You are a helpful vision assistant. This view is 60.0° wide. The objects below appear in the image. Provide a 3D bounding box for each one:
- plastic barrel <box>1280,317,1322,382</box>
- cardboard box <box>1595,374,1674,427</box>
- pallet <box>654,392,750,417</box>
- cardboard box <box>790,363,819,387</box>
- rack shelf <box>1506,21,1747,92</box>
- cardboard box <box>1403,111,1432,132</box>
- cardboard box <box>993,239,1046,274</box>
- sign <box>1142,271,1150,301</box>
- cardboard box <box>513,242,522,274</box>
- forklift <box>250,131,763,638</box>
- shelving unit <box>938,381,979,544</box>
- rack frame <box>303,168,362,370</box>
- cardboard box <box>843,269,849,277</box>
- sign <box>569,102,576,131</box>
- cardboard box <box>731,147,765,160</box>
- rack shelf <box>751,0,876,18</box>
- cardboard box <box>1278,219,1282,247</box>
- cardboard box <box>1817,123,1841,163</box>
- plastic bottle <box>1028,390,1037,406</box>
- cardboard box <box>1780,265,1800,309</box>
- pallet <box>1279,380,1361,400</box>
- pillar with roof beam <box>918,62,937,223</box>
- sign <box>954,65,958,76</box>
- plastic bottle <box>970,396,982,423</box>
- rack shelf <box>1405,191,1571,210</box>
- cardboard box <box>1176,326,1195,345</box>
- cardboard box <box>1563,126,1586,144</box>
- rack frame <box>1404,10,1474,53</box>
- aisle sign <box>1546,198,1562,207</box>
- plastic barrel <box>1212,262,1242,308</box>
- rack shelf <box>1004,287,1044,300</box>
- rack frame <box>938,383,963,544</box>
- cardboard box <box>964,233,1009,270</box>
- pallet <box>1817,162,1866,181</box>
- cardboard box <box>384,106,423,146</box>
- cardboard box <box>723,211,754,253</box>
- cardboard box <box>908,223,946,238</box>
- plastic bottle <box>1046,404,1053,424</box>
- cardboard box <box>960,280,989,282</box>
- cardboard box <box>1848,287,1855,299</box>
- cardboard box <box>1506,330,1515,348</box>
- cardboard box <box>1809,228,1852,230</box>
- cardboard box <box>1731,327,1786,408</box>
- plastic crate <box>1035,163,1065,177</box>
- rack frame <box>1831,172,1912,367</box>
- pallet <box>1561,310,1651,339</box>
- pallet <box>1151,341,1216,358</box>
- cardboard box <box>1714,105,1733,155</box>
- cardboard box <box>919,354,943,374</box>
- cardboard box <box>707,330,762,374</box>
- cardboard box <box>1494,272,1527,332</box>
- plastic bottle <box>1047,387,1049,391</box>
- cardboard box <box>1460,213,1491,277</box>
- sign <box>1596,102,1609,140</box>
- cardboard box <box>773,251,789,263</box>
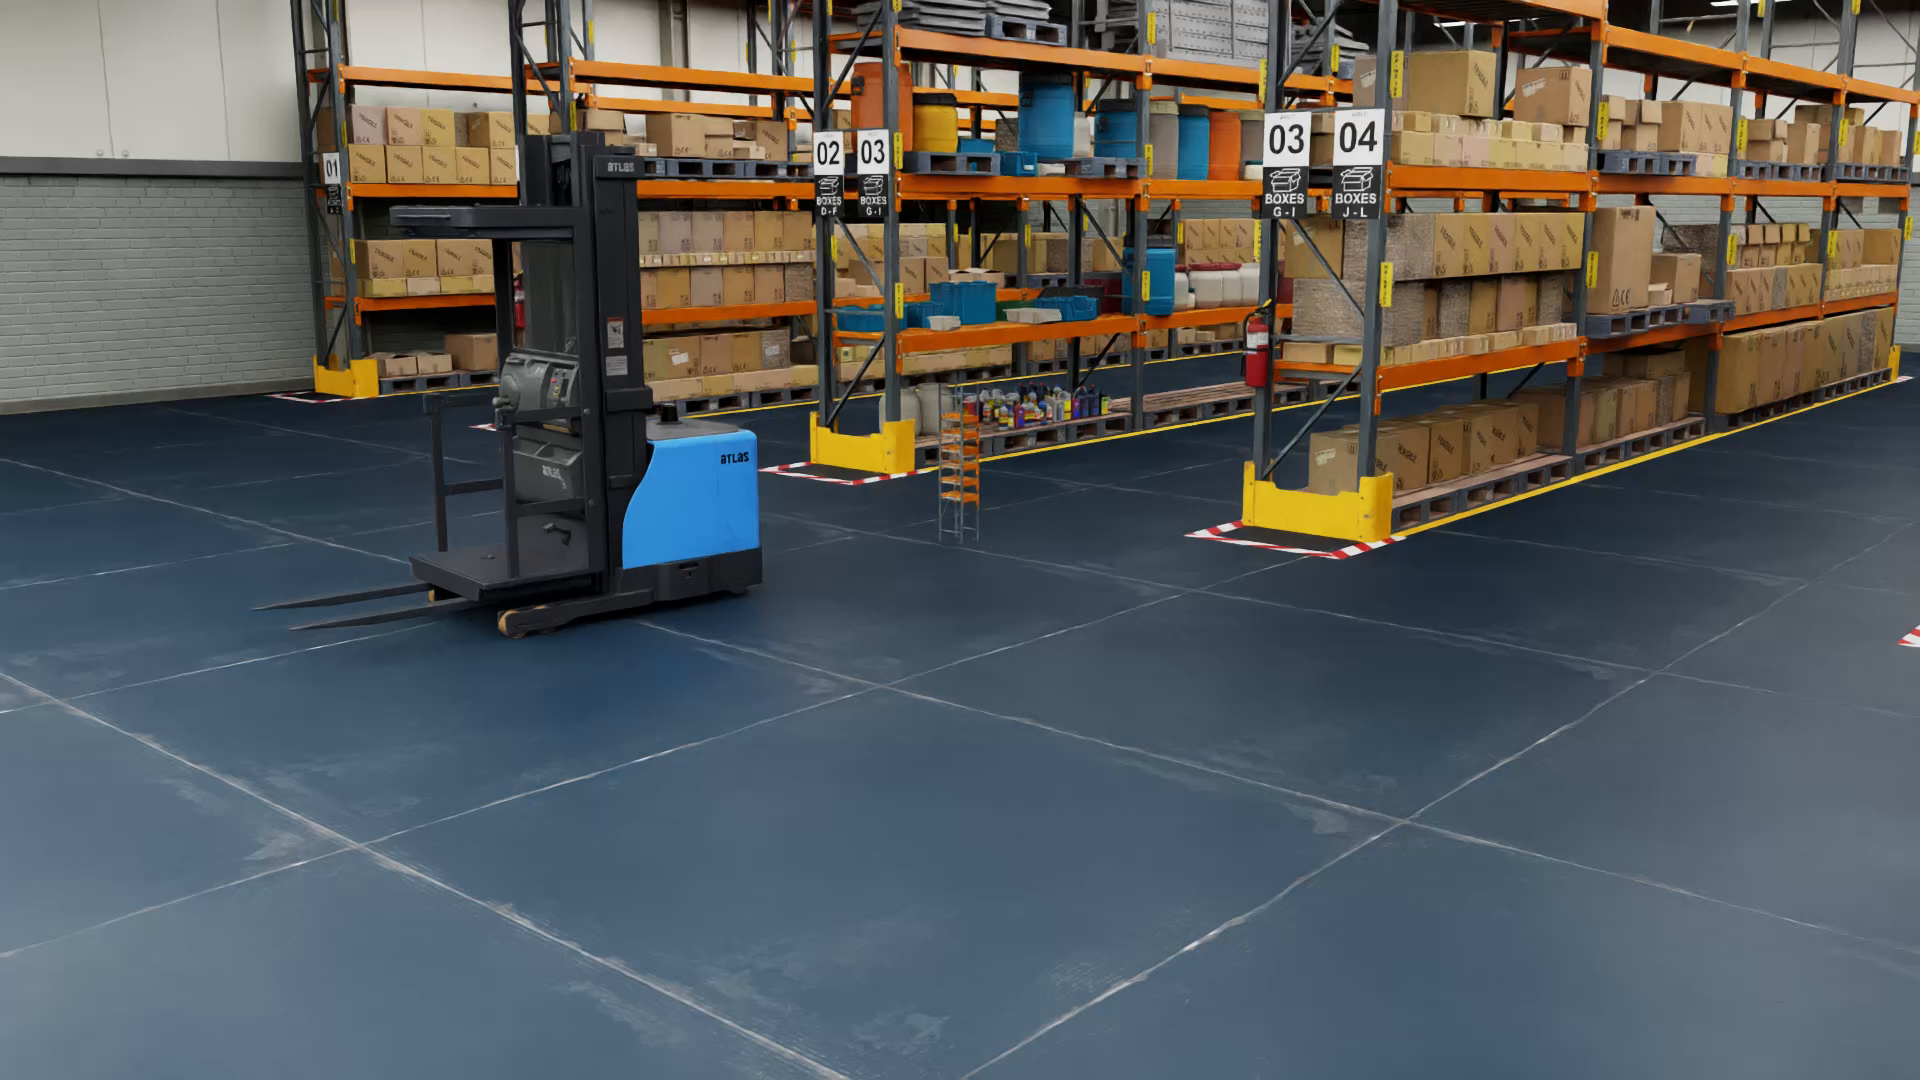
[{"bbox_3d":[4.612,-2.569,22.383,0.600,0.830,0.708,10,15,40],"label":"plastic barrel"},{"bbox_3d":[7.239,-1.518,17.912,0.700,0.500,0.500,8,14,36],"label":"cardboard box"},{"bbox_3d":[-3.418,-1.746,20.915,1.003,0.211,1.213,10,15,40],"label":"pallet"},{"bbox_3d":[-2.198,-2.167,21.848,0.500,0.250,0.500,10,15,40],"label":"cardboard box"},{"bbox_3d":[6.703,-4.811,16.683,1.077,0.370,4.000,10,15,40],"label":"rack shelf"},{"bbox_3d":[3.341,-3.165,12.604,0.380,0.149,0.250,10,15,42],"label":"cardboard box"},{"bbox_3d":[0.915,-4.356,25.535,0.700,0.500,0.500,4,12,21],"label":"cardboard box"},{"bbox_3d":[2.068,-2.827,18.502,0.100,0.325,0.005,10,15,40],"label":"sign"},{"bbox_3d":[-6.525,-4.093,23.962,0.500,0.500,0.500,9,15,39],"label":"cardboard box"},{"bbox_3d":[-2.745,-0.972,10.094,3.031,2.935,1.130,-10,15,-40],"label":"forklift"},{"bbox_3d":[-0.010,-0.586,12.583,0.258,1.200,0.189,10,15,40],"label":"shelving unit"},{"bbox_3d":[-8.420,-3.457,22.360,1.000,3.000,0.127,10,15,40],"label":"rack frame"},{"bbox_3d":[-2.098,-4.695,29.151,0.380,0.149,0.250,10,15,42],"label":"cardboard box"},{"bbox_3d":[-4.284,-4.683,18.406,0.100,0.325,0.005,10,15,40],"label":"sign"},{"bbox_3d":[-2.647,-4.815,20.713,0.380,0.149,0.250,10,15,40],"label":"cardboard box"},{"bbox_3d":[-1.819,-9.147,28.884,1.077,0.370,4.000,10,15,40],"label":"rack shelf"},{"bbox_3d":[5.445,-5.535,29.956,0.500,0.500,0.500,10,15,42],"label":"cardboard box"},{"bbox_3d":[11.135,-5.199,21.841,0.700,0.500,0.500,9,14,37],"label":"cardboard box"},{"bbox_3d":[0.812,-1.540,18.607,0.097,0.271,0.097,0,11,0],"label":"plastic bottle"},{"bbox_3d":[9.888,-3.096,20.300,0.500,0.500,0.500,10,15,40],"label":"cardboard box"},{"bbox_3d":[4.791,-2.107,22.721,1.003,0.211,1.213,10,15,40],"label":"pallet"},{"bbox_3d":[2.547,-7.823,28.901,9.100,9.000,0.548,10,15,40],"label":"pillar with roof beam"},{"bbox_3d":[-0.084,-8.593,30.171,0.100,0.325,0.005,10,15,40],"label":"sign"},{"bbox_3d":[0.172,-1.406,17.906,0.061,0.283,0.133,10,15,40],"label":"plastic bottle"},{"bbox_3d":[8.263,-5.354,26.037,1.077,0.370,4.000,10,15,40],"label":"rack shelf"},{"bbox_3d":[3.664,-3.513,28.385,0.500,0.311,0.500,10,15,40],"label":"cardboard box"},{"bbox_3d":[5.385,-3.632,14.943,0.380,0.149,0.250,10,15,42],"label":"cardboard box"},{"bbox_3d":[6.943,-6.883,24.199,1.000,3.000,0.127,10,15,40],"label":"rack frame"},{"bbox_3d":[9.851,-5.778,27.342,0.394,0.787,0.004,10,15,40],"label":"aisle sign"},{"bbox_3d":[3.228,-3.115,20.302,0.433,0.535,0.433,0,11,0],"label":"plastic barrel"},{"bbox_3d":[1.904,-3.935,26.593,1.077,0.370,4.000,10,15,40],"label":"rack shelf"},{"bbox_3d":[-0.070,-0.573,12.516,0.240,1.200,0.006,10,15,40],"label":"rack frame"},{"bbox_3d":[0.357,-5.554,32.094,0.980,0.700,0.700,9,15,39],"label":"cardboard box"},{"bbox_3d":[11.211,-4.848,21.891,1.003,0.211,1.213,10,15,40],"label":"pallet"},{"bbox_3d":[-7.615,-5.570,22.420,0.500,0.500,0.500,10,15,40],"label":"cardboard box"},{"bbox_3d":[-3.008,-3.876,20.894,0.700,0.500,0.500,10,15,40],"label":"cardboard box"},{"bbox_3d":[-0.615,-5.693,30.576,0.500,0.250,0.500,10,15,42],"label":"cardboard box"},{"bbox_3d":[0.946,-1.356,17.863,0.097,0.201,0.097,0,11,0],"label":"plastic bottle"},{"bbox_3d":[0.198,-3.703,24.233,0.380,0.149,0.250,10,15,40],"label":"cardboard box"},{"bbox_3d":[11.796,-3.333,22.379,0.380,0.149,0.250,9,15,40],"label":"cardboard box"},{"bbox_3d":[4.599,-1.754,14.475,0.380,0.149,0.250,10,15,40],"label":"cardboard box"},{"bbox_3d":[12.454,-4.220,23.892,0.500,0.500,0.500,9,15,39],"label":"cardboard box"},{"bbox_3d":[9.088,-2.106,19.948,1.225,0.875,0.875,10,15,41],"label":"cardboard box"},{"bbox_3d":[0.906,-3.818,17.182,0.243,0.136,0.396,10,15,40],"label":"plastic crate"},{"bbox_3d":[13.304,-3.890,24.527,1.000,3.000,0.127,10,15,40],"label":"rack frame"},{"bbox_3d":[5.996,-2.124,16.175,1.003,0.211,1.213,10,15,40],"label":"pallet"},{"bbox_3d":[3.679,-3.316,28.774,1.003,0.211,1.213,10,15,40],"label":"pallet"},{"bbox_3d":[7.896,-4.375,17.768,0.500,0.500,0.500,10,15,42],"label":"cardboard box"},{"bbox_3d":[-0.589,-2.517,23.601,0.500,0.250,0.500,10,15,41],"label":"cardboard box"},{"bbox_3d":[-2.864,-2.388,21.043,0.500,0.500,0.500,10,15,40],"label":"cardboard box"},{"bbox_3d":[4.428,-2.105,14.578,0.875,0.500,0.500,10,15,40],"label":"cardboard box"},{"bbox_3d":[0.929,-1.603,18.911,0.152,0.276,0.135,10,15,42],"label":"plastic bottle"},{"bbox_3d":[3.974,-2.413,13.566,0.500,0.500,0.500,10,15,40],"label":"cardboard box"},{"bbox_3d":[5.795,-3.780,14.998,0.100,0.325,0.005,10,15,40],"label":"sign"},{"bbox_3d":[-2.411,-3.630,21.315,0.380,0.149,0.250,9,15,39],"label":"cardboard box"}]
